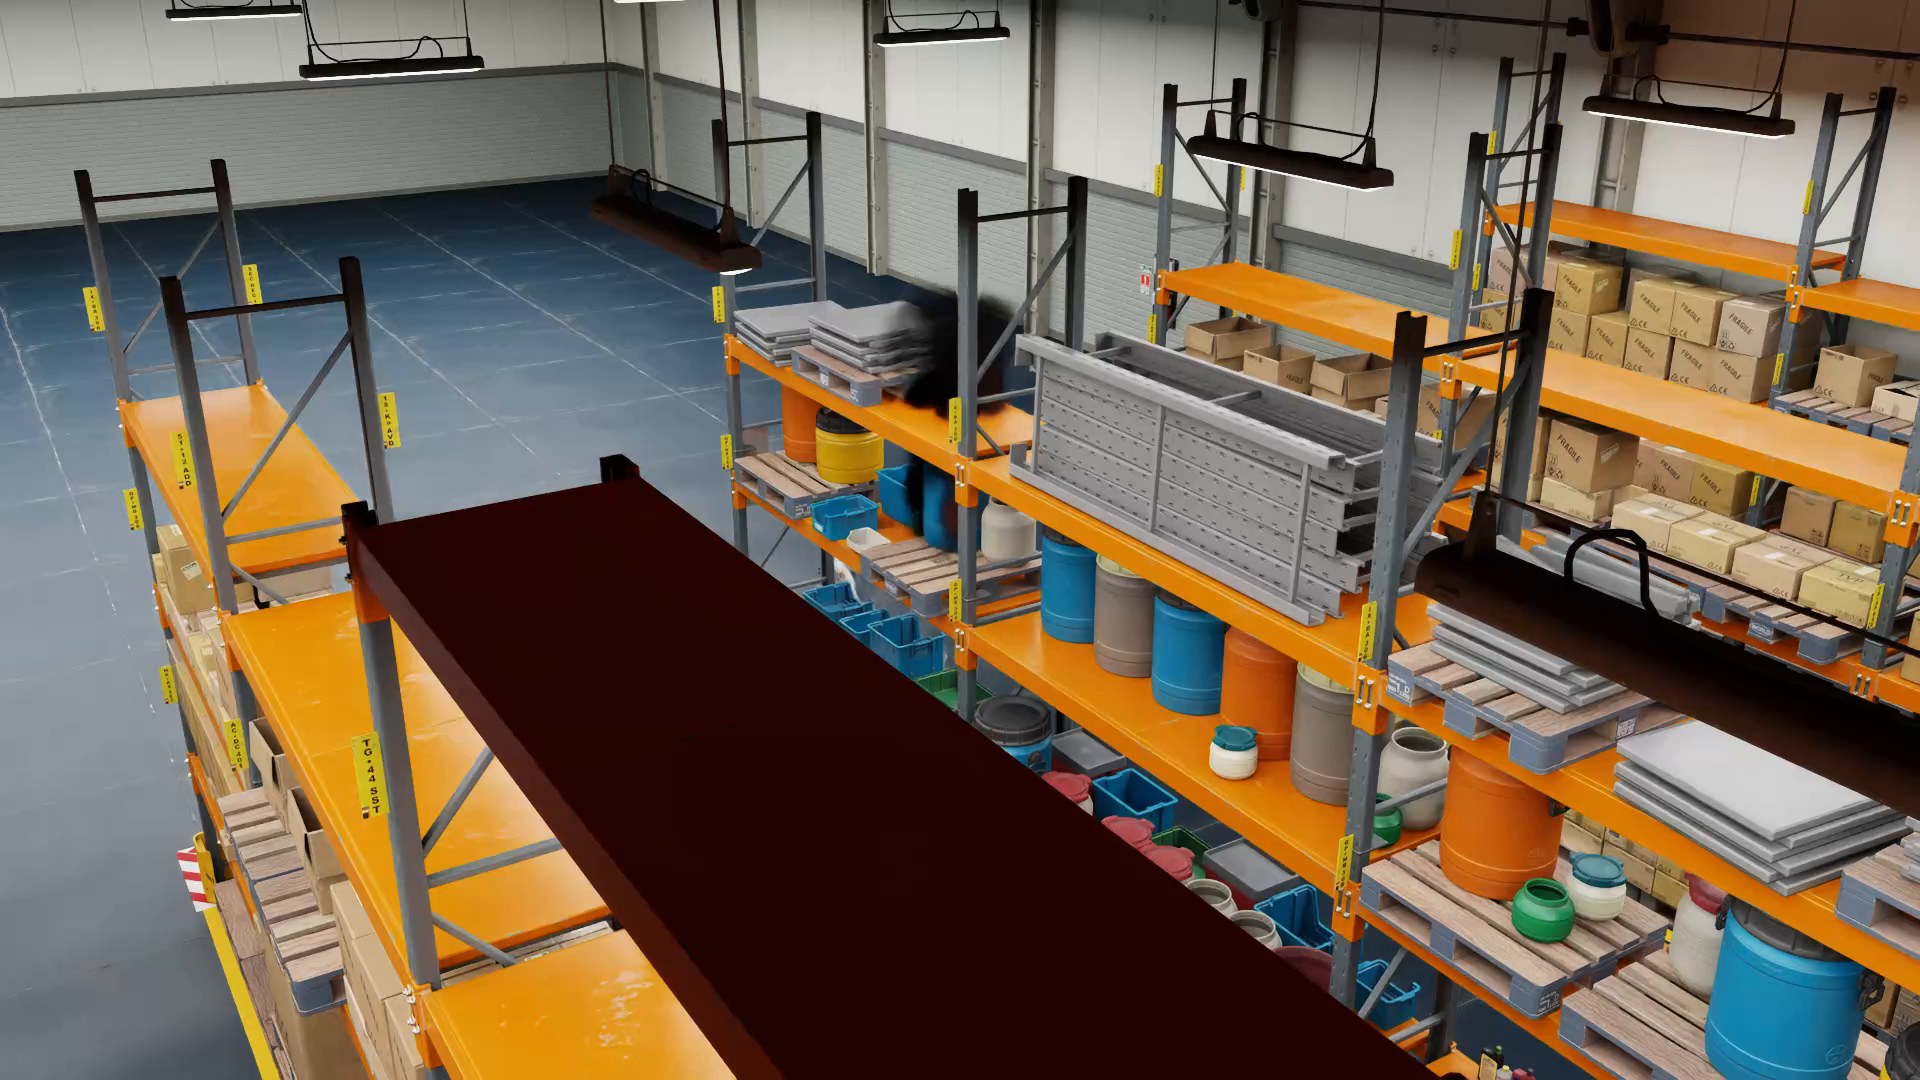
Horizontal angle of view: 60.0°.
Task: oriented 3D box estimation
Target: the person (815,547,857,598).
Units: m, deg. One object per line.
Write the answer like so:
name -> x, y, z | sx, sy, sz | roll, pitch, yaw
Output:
person -> -1.171, 0.650, 17.593 | 0.778, 1.645, 0.608 | -1, 22, -3

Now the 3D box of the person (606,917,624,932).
person -> -2.849, 2.464, 12.952 | 0.614, 1.738, 0.703 | -12, 25, -27
